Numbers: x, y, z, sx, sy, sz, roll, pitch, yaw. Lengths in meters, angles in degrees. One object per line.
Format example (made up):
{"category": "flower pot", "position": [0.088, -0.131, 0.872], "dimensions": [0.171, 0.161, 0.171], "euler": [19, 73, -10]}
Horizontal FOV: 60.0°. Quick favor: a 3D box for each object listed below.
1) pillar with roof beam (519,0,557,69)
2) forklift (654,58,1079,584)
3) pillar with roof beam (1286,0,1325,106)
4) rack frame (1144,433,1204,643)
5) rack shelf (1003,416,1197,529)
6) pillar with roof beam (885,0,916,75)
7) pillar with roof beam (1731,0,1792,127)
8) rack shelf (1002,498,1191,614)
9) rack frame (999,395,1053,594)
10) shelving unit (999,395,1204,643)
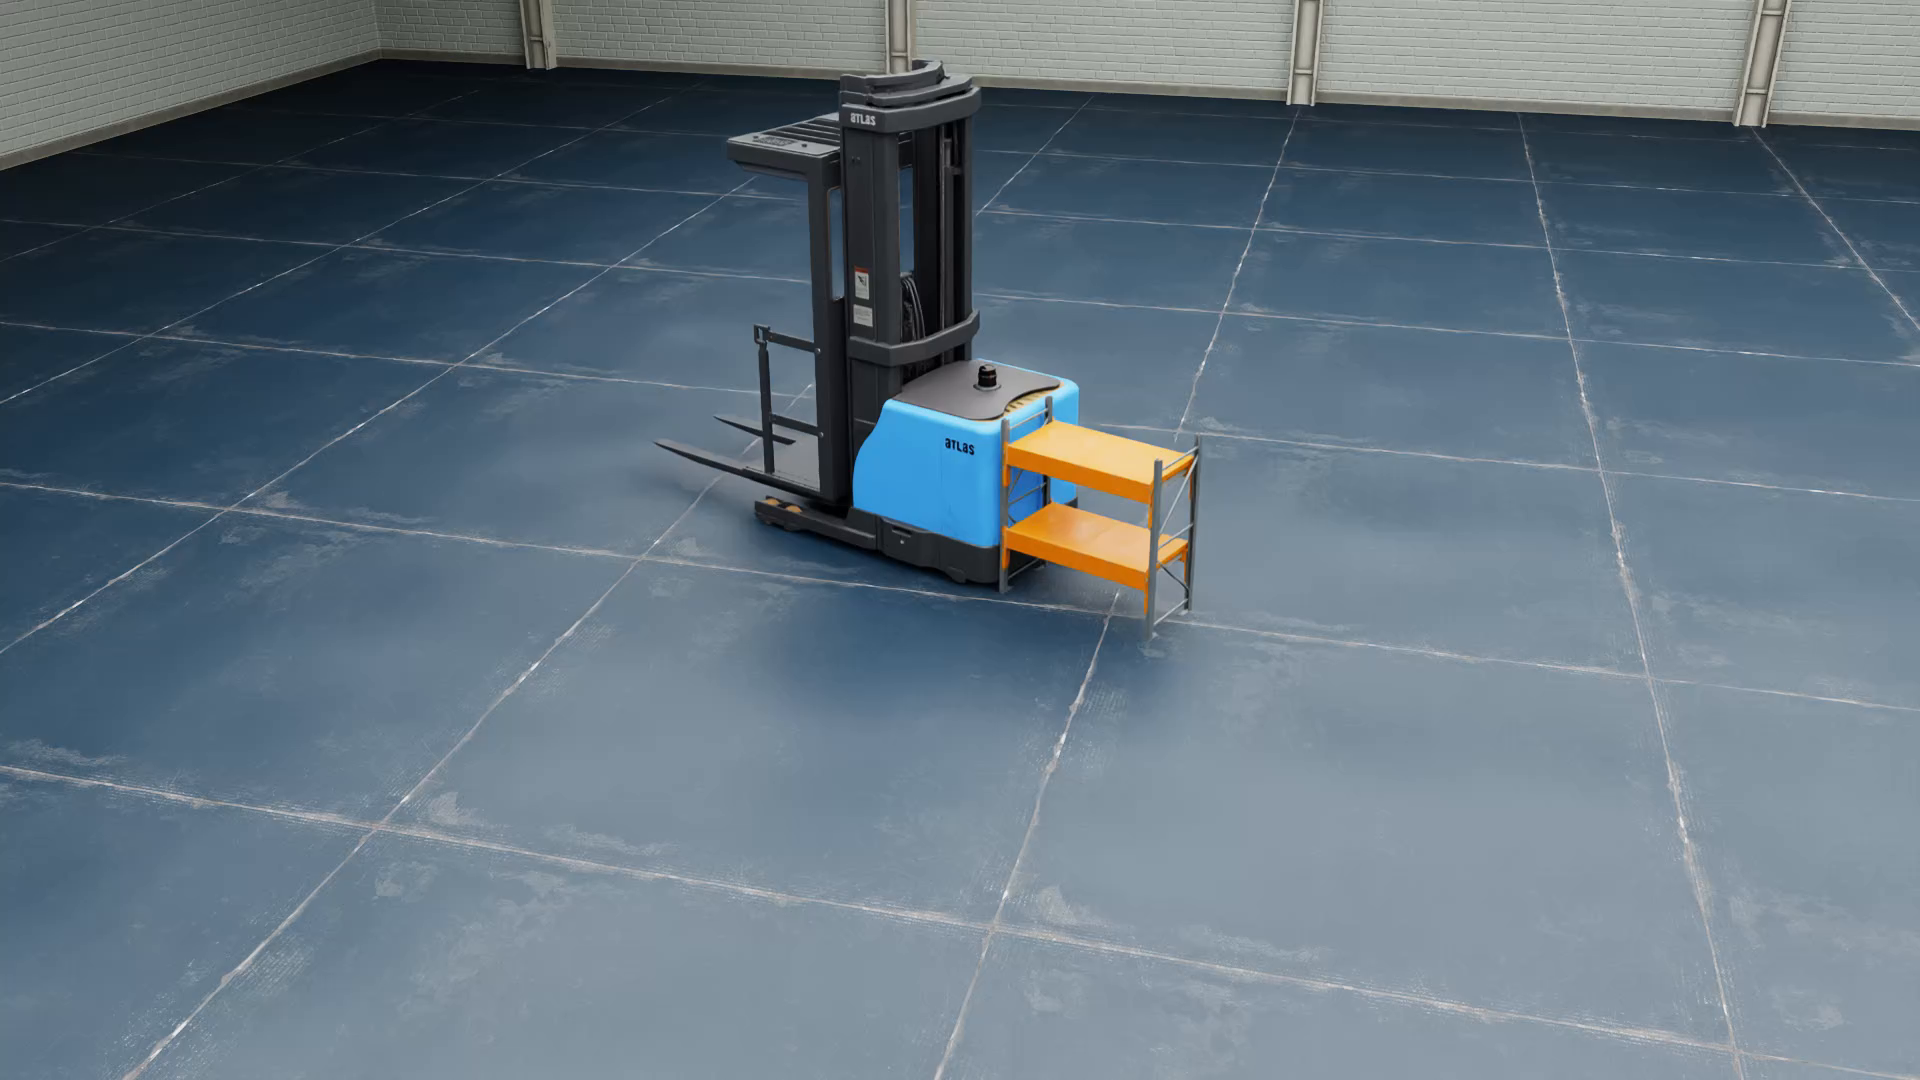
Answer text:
{"category": "pillar with roof beam", "position": [-7.776, -9.855, 20.981], "dimensions": [0.400, 9.000, 9.100], "euler": [6, 26, 13]}
{"category": "forklift", "position": [-0.735, -1.545, 10.585], "dimensions": [3.031, 2.935, 1.130], "euler": [17, 31, 32]}
{"category": "pillar with roof beam", "position": [3.846, -8.570, 18.282], "dimensions": [0.400, 9.000, 9.100], "euler": [6, 26, 13]}
{"category": "rack frame", "position": [1.217, -0.010, 9.463], "dimensions": [0.032, 1.125, 0.500], "euler": [18, 31, 32]}
{"category": "rack shelf", "position": [0.807, -0.404, 9.609], "dimensions": [1.000, 0.278, 0.538], "euler": [18, 31, 32]}
{"category": "pillar with roof beam", "position": [-1.965, -9.212, 19.632], "dimensions": [0.400, 9.000, 9.100], "euler": [6, 26, 13]}
{"category": "pillar with roof beam", "position": [9.657, -7.928, 16.933], "dimensions": [0.400, 9.000, 9.100], "euler": [6, 26, 13]}
{"category": "rack shelf", "position": [0.807, 0.081, 9.840], "dimensions": [1.000, 0.278, 0.538], "euler": [18, 31, 32]}
{"category": "rack frame", "position": [0.397, -0.269, 10.006], "dimensions": [0.032, 1.125, 0.500], "euler": [18, 31, 32]}
{"category": "shelving unit", "position": [0.807, -0.140, 9.735], "dimensions": [1.048, 1.125, 0.538], "euler": [18, 31, 32]}
